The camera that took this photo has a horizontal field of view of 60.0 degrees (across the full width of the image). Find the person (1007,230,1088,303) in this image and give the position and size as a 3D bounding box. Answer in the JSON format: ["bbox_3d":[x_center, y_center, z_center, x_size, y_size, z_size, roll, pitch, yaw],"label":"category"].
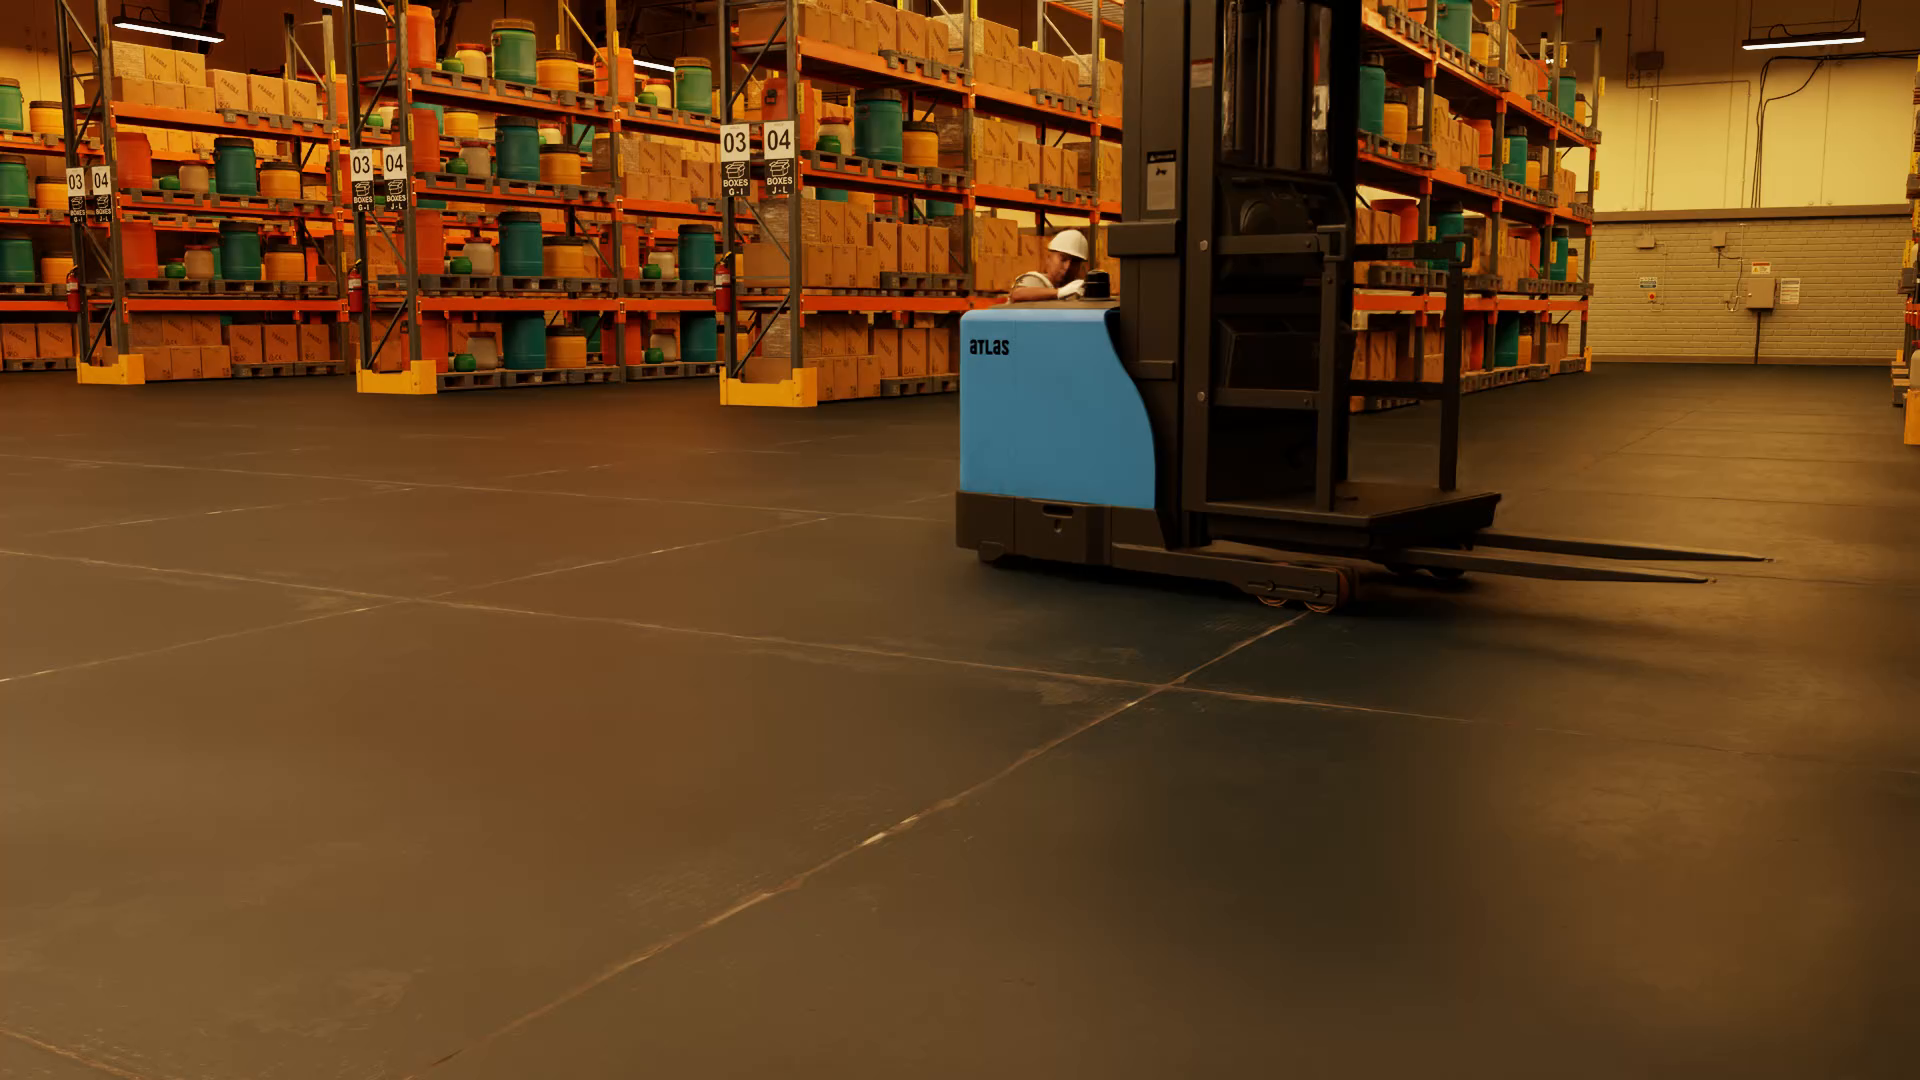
[{"bbox_3d":[0.631,-0.859,8.636,1.112,1.489,0.841,-1,8,-7],"label":"person"}]

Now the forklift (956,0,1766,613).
[{"bbox_3d":[1.424,-1.272,6.307,3.031,2.935,1.130,7,10,41],"label":"forklift"}]
